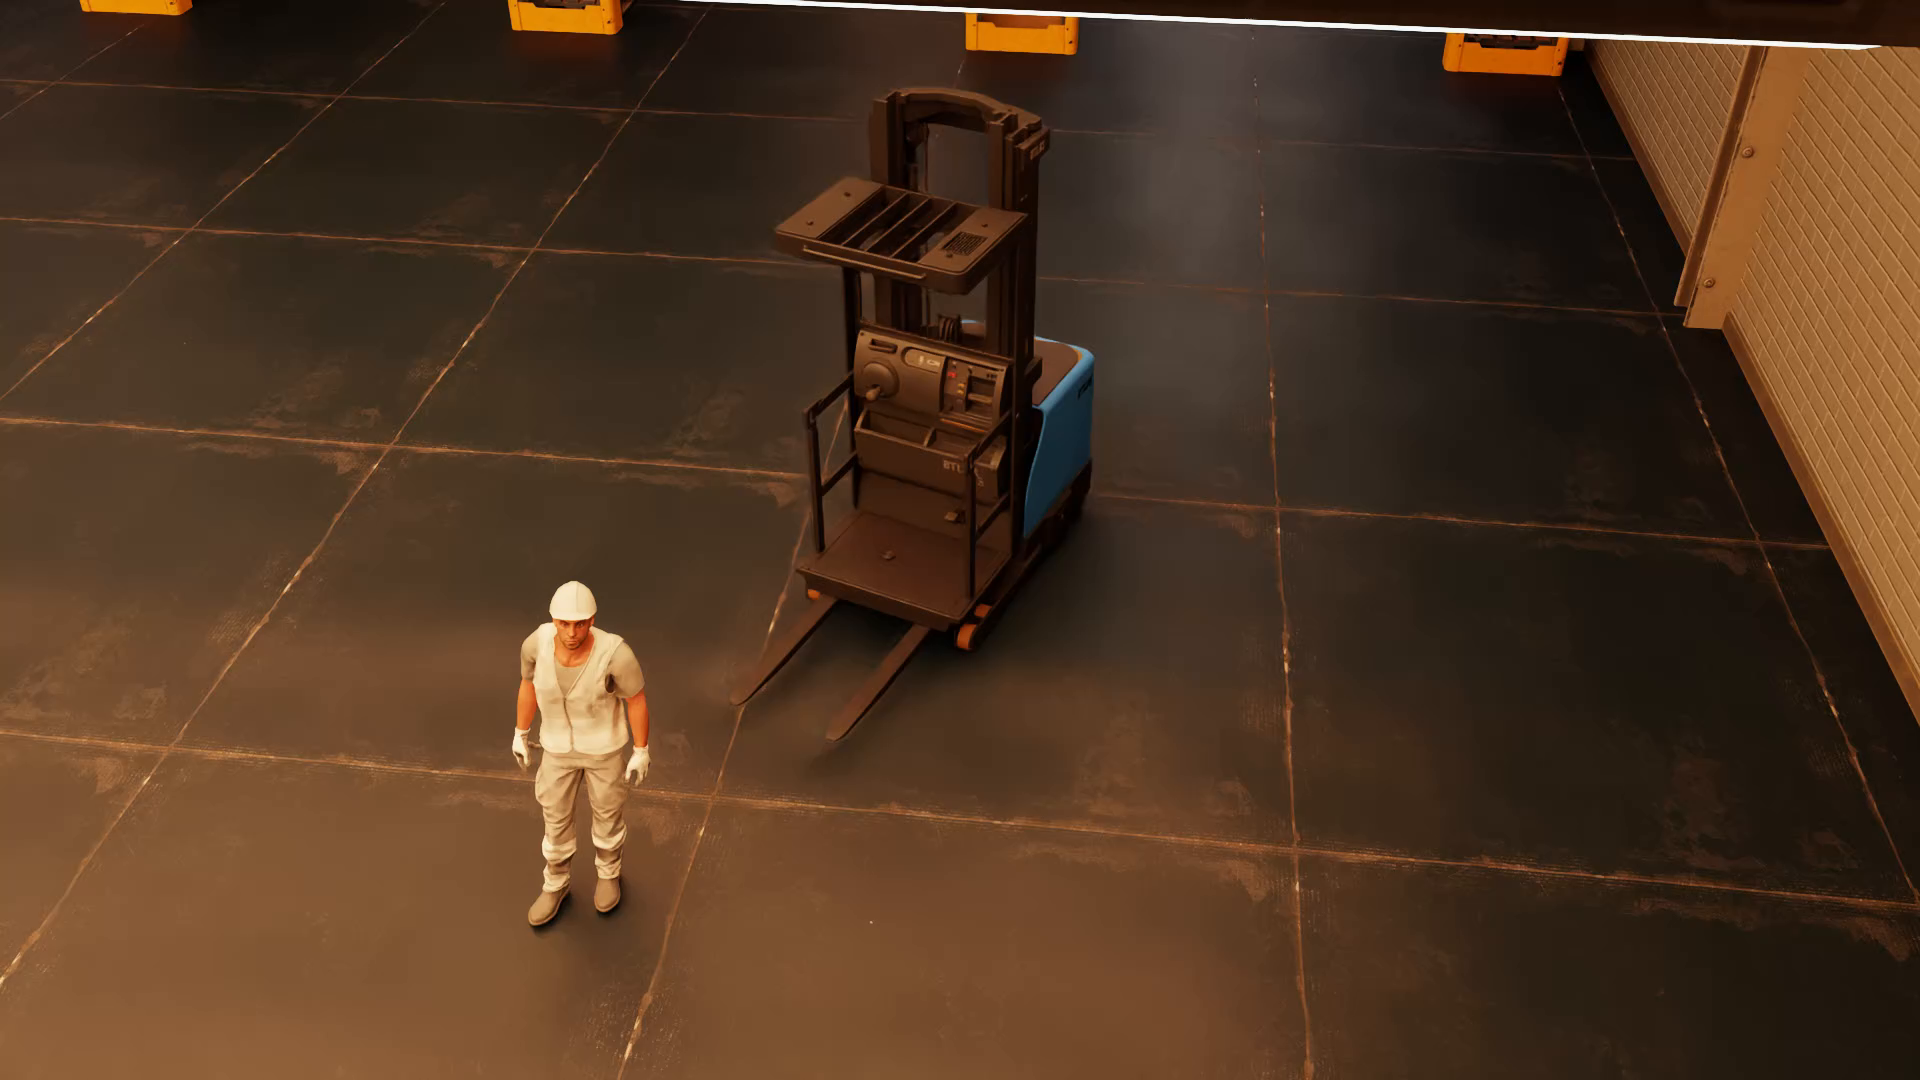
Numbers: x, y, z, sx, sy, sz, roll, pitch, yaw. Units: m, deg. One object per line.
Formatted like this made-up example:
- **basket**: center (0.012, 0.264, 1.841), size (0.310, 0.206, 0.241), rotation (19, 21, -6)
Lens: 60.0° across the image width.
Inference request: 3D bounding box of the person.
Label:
- **person**: center (-1.752, 0.995, 7.630), size (0.638, 1.787, 0.565), rotation (3, 37, 5)

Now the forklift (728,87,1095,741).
- **forklift**: center (-0.267, -0.840, 9.169), size (1.130, 2.935, 3.031), rotation (17, 40, 21)
